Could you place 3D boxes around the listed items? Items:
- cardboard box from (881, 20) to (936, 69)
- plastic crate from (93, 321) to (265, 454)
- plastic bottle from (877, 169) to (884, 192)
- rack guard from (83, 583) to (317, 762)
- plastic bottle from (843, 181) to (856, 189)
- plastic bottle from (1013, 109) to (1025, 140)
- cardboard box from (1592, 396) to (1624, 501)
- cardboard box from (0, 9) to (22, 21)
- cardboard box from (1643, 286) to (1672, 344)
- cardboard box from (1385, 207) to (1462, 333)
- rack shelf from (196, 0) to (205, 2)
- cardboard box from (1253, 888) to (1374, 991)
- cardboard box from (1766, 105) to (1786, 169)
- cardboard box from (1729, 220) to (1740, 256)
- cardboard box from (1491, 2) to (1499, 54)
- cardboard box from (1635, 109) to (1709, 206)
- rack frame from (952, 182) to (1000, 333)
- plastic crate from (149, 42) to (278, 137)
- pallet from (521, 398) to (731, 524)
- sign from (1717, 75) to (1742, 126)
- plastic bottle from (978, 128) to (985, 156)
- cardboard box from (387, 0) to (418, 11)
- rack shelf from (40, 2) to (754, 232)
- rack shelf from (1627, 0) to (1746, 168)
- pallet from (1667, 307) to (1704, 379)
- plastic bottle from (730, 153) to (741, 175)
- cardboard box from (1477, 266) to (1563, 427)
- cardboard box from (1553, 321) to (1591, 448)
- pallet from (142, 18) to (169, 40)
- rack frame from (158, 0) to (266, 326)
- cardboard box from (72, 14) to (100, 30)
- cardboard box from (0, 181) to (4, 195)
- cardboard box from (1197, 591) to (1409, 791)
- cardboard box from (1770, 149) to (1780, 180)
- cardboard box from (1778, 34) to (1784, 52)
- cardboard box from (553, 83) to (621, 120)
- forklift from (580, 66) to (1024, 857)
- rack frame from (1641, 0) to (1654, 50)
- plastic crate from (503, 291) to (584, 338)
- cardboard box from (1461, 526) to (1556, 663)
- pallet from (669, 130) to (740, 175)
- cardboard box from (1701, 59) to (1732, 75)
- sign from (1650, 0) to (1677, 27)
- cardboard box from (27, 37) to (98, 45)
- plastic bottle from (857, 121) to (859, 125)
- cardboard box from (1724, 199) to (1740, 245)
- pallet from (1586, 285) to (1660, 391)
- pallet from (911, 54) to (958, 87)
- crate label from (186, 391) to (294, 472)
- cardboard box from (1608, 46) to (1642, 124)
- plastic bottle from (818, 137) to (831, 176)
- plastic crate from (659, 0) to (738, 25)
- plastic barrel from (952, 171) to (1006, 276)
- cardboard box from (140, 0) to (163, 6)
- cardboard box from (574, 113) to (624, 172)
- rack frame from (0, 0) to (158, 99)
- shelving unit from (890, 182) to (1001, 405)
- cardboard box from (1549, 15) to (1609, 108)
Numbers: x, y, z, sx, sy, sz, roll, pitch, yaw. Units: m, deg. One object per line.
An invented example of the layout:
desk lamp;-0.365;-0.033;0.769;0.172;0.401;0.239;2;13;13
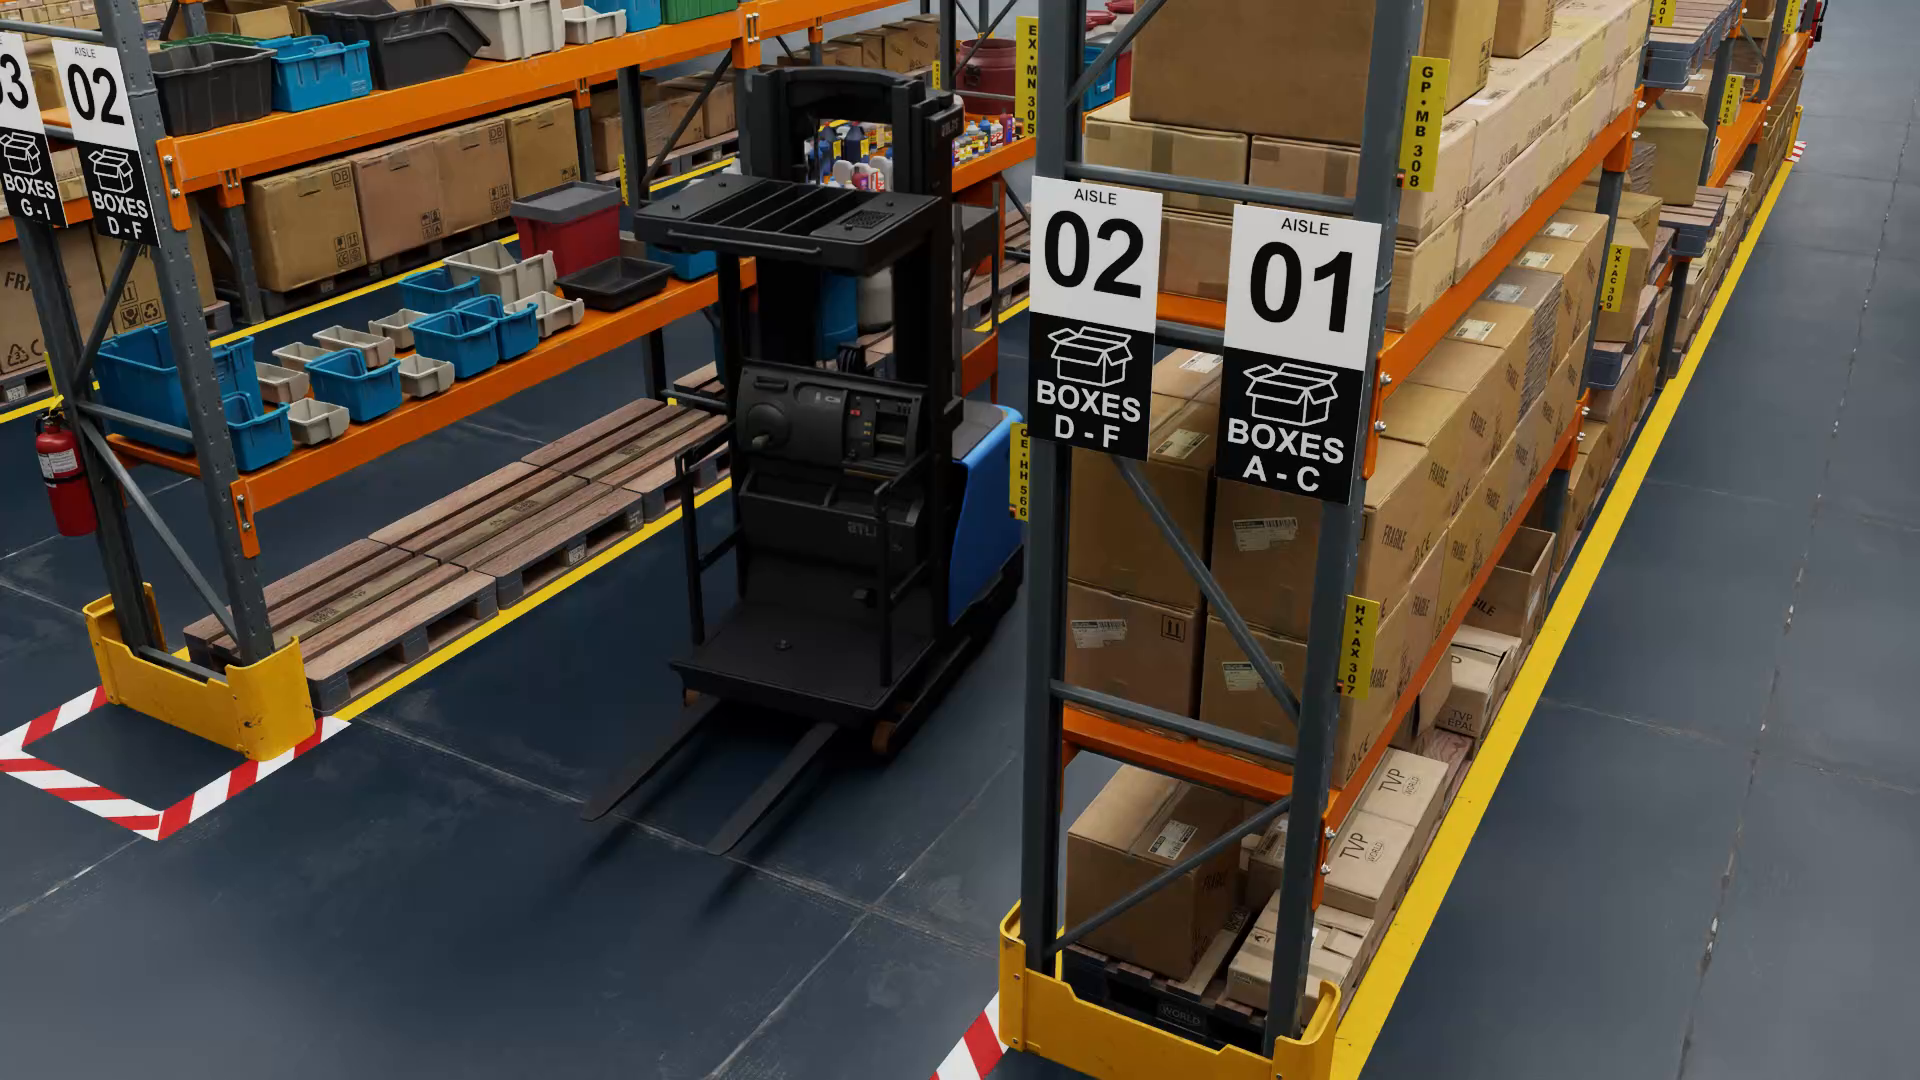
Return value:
cardboard box;-0.664;-6.427;21.562;0.500;0.500;0.500;24;35;39
plastic crate;-3.635;-0.725;7.742;0.616;0.435;0.499;14;30;26
plastic bottle;-0.574;-2.478;11.571;0.097;0.201;0.097;0;27;0
rack guard;-3.638;0.619;7.955;1.175;0.500;0.348;14;30;26
plastic bottle;-0.753;-2.335;11.286;0.097;0.201;0.097;0;27;0
plastic bottle;0.471;-3.325;13.172;0.061;0.283;0.133;14;30;26
cardboard box;3.597;-0.595;9.889;0.500;0.500;0.500;15;30;27
cardboard box;-9.145;-4.962;15.791;0.380;0.149;0.250;16;31;28
cardboard box;4.329;-1.512;10.883;0.500;0.250;0.500;15;30;28
cardboard box;1.148;-0.837;4.889;0.500;0.250;0.500;14;30;26
rack shelf;-4.998;-4.960;13.760;1.077;0.370;4.000;14;30;26
cardboard box;1.302;1.466;6.143;0.380;0.166;0.250;14;30;26
cardboard box;7.569;-3.891;15.936;0.500;0.500;0.500;14;30;26
cardboard box;6.375;-2.632;14.259;0.500;0.250;0.500;14;30;25
cardboard box;1.384;-1.851;5.516;0.700;0.500;0.500;14;30;26
cardboard box;4.397;-2.499;10.810;0.700;0.500;0.500;5;27;9
rack frame;0.026;-0.999;9.400;0.400;2.100;0.015;12;29;22
plastic crate;-3.205;-1.883;6.955;0.497;0.269;0.590;14;30;26
pallet;-1.997;-0.528;10.569;1.003;0.211;1.213;14;30;26
sign;5.086;-2.903;10.994;0.100;0.325;0.005;14;30;26
plastic bottle;0.141;-3.044;12.701;0.097;0.201;0.097;0;27;0
cardboard box;-5.035;-4.415;13.987;0.797;0.503;0.637;15;30;28
rack shelf;-2.653;-2.310;8.467;1.077;0.370;4.000;14;30;26
rack shelf;3.625;-2.777;9.399;1.077;0.370;4.000;14;30;26
pallet;5.048;-1.602;12.714;1.003;0.211;1.213;14;30;26
plastic bottle;-1.502;-2.478;11.405;0.144;0.351;0.185;14;30;26
cardboard box;2.120;-0.819;6.806;0.500;0.500;0.500;14;30;27
cardboard box;2.619;-0.771;7.828;0.500;0.500;0.500;15;30;27
pallet;-8.540;-5.464;17.529;1.213;0.211;1.003;14;30;26
rack frame;-5.982;-3.161;12.713;1.000;3.000;0.127;14;30;26
cardboard box;-8.760;-5.134;16.468;0.380;0.149;0.250;15;30;28
cardboard box;-6.726;-2.399;11.027;0.500;0.250;0.500;14;30;25
cardboard box;1.121;0.421;5.445;0.500;0.500;0.500;15;30;27
cardboard box;7.811;-3.751;16.496;0.500;0.250;0.500;14;30;26
cardboard box;7.800;-5.122;16.520;0.700;0.500;0.500;14;30;26
cardboard box;-3.710;-4.402;16.655;0.500;0.250;0.500;16;31;28
forklift;-0.692;-0.520;7.514;1.130;2.935;3.031;11;29;20
rack frame;2.641;-3.660;7.009;1.000;3.000;0.127;14;30;26
plastic crate;-2.264;-1.234;9.092;0.293;0.136;0.466;14;30;26
cardboard box;2.608;0.228;8.245;0.500;0.500;0.500;14;30;26
pallet;-3.027;-4.251;18.005;1.003;0.211;1.213;14;30;26
cardboard box;5.926;-3.639;13.557;0.500;0.500;0.500;17;31;30
sign;3.118;-2.434;7.332;0.100;0.325;0.005;14;30;26
cardboard box;-6.440;-3.432;12.252;0.500;0.500;0.500;14;30;26
plastic bottle;-0.804;-3.039;12.600;0.061;0.283;0.133;14;30;26
cardboard box;6.129;-2.686;13.740;0.500;0.311;0.500;14;30;26
pallet;3.129;-1.179;8.969;1.003;0.211;1.213;14;30;26
pallet;-0.546;-6.252;22.004;1.003;0.211;1.213;14;30;26
crate label;-3.229;-0.487;7.492;0.416;0.233;0.303;14;30;26
cardboard box;2.634;-2.004;7.219;0.500;0.250;0.500;14;30;26
plastic bottle;-0.997;-2.809;12.154;0.097;0.271;0.097;0;27;0
plastic crate;-1.615;-3.085;9.447;0.450;0.188;0.662;14;30;26
plastic barrel;0.073;-2.652;13.652;0.600;0.830;0.708;14;30;26
cardboard box;-8.386;-5.559;16.984;0.380;0.149;0.250;15;30;27
cardboard box;-3.702;-4.064;16.819;0.700;0.500;0.500;13;29;23
rack frame;-3.637;-3.194;6.077;1.000;3.000;0.127;14;30;26
shelving unit;-0.075;-0.899;9.201;0.431;2.100;0.503;12;29;22
cardboard box;2.142;-1.838;6.329;0.500;0.250;0.500;14;30;26
